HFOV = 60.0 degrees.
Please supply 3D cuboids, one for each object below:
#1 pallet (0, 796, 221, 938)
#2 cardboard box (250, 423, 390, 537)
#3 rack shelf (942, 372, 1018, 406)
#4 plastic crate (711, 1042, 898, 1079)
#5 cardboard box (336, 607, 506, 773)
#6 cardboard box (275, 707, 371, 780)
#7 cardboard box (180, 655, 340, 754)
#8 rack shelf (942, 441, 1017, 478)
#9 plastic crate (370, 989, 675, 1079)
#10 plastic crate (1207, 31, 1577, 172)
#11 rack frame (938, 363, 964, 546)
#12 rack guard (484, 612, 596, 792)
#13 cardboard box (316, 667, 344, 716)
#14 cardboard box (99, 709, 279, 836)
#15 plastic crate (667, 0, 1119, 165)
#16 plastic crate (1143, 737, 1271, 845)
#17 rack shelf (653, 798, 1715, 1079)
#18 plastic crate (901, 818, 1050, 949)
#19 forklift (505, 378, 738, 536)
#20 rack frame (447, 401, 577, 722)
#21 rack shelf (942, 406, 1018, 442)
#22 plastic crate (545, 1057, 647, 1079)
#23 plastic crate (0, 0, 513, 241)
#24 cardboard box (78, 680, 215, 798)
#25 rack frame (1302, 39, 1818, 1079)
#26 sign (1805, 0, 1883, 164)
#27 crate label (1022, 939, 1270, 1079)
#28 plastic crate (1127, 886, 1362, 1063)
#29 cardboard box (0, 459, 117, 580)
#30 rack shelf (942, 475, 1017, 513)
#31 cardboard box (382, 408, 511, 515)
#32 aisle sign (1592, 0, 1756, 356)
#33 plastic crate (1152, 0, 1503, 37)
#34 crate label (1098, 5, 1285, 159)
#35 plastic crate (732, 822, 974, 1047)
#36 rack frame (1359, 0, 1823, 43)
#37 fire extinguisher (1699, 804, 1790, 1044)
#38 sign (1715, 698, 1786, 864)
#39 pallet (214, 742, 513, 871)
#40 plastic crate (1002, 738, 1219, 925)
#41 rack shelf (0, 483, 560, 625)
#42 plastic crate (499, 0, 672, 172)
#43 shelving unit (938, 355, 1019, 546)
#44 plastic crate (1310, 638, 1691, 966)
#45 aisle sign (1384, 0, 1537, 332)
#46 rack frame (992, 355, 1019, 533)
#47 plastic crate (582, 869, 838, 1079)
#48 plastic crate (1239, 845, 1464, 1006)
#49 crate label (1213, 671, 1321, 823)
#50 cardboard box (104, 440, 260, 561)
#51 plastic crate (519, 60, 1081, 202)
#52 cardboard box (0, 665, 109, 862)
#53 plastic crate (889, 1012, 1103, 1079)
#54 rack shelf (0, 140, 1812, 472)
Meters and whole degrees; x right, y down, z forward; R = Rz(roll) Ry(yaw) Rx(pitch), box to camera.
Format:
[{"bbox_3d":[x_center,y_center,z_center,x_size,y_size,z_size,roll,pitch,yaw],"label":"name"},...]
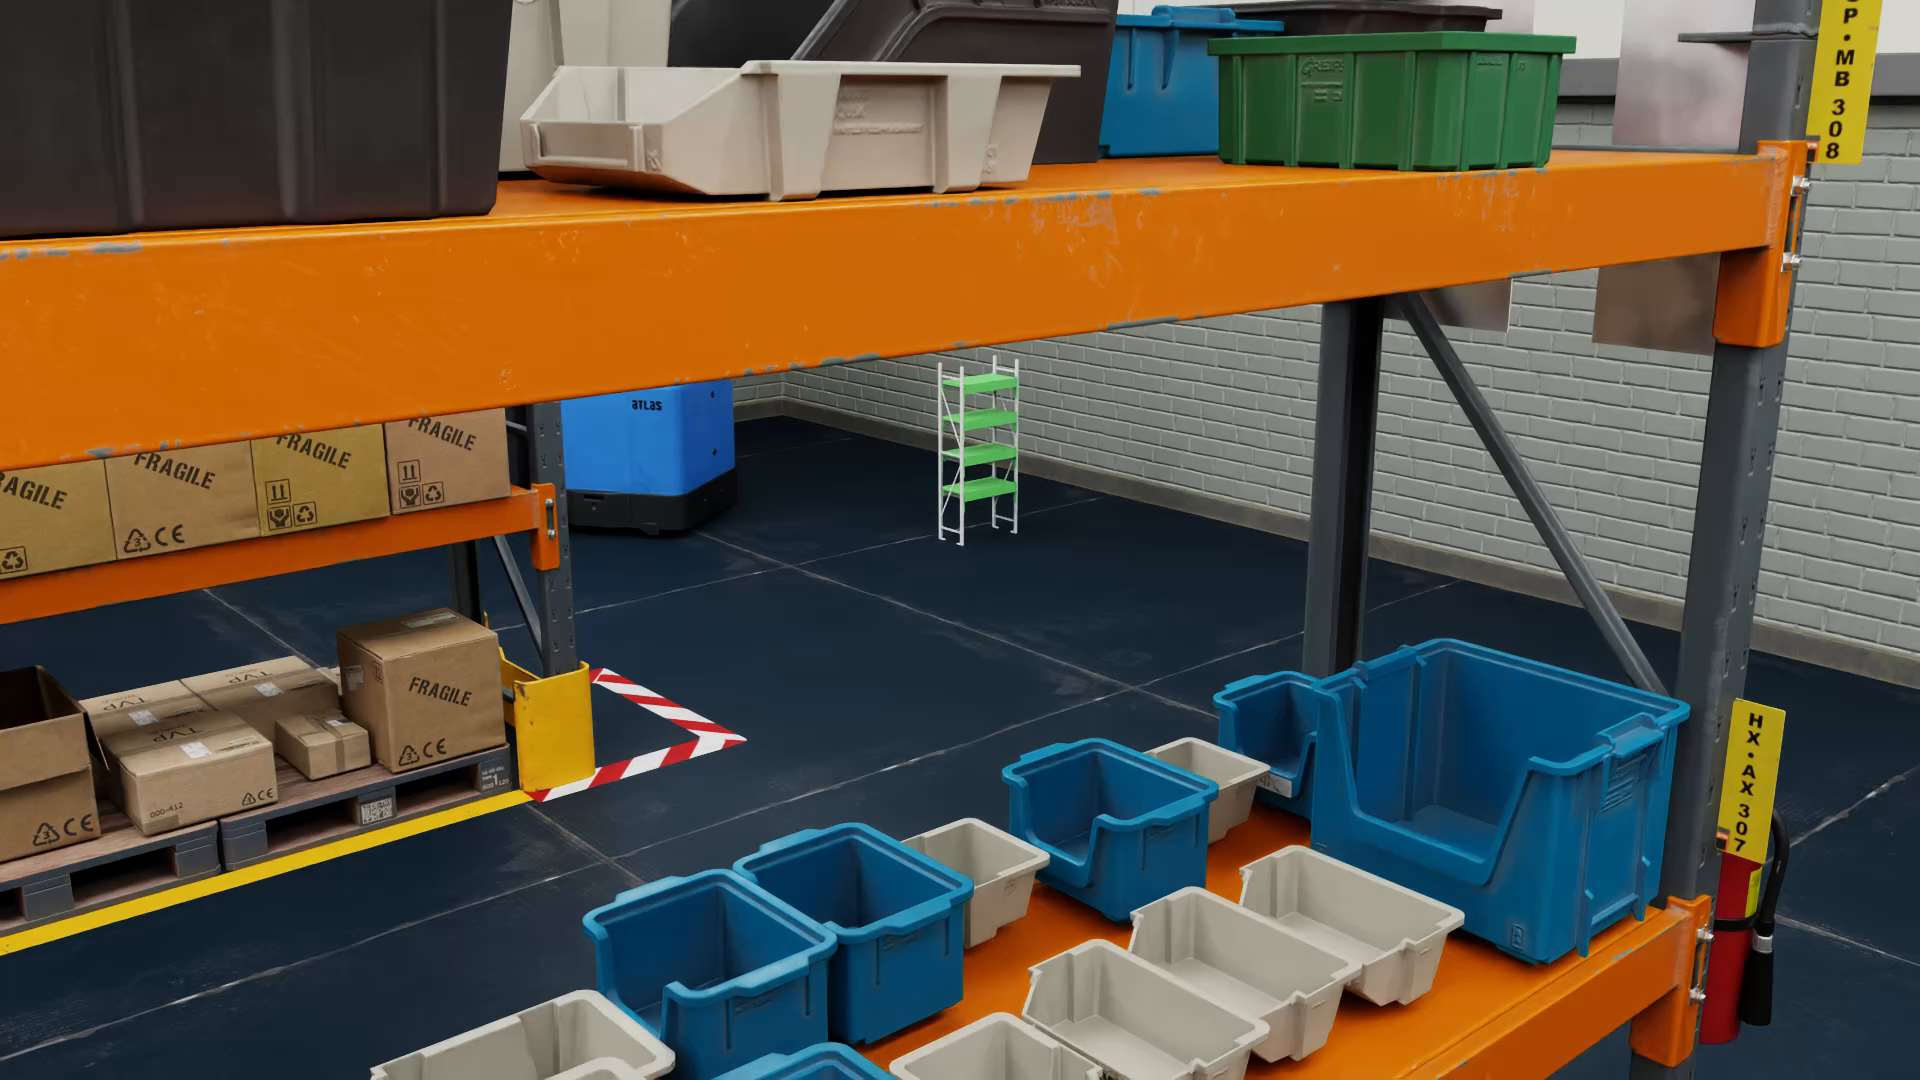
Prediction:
[{"bbox_3d":[-3.624,1.192,6.379,1.213,0.211,1.003,-13,19,-39],"label":"pallet"},{"bbox_3d":[-2.594,-0.340,6.516,0.500,0.500,0.500,-12,19,-39],"label":"cardboard box"},{"bbox_3d":[0.125,-1.010,11.093,0.480,0.148,0.258,-13,19,-39],"label":"rack shelf"},{"bbox_3d":[-0.178,0.906,2.255,0.300,0.233,0.416,-13,19,-39],"label":"plastic crate"},{"bbox_3d":[-2.295,0.626,7.085,0.500,0.500,0.500,-13,19,-39],"label":"cardboard box"},{"bbox_3d":[-2.659,0.838,6.936,0.250,0.166,0.380,-13,19,-39],"label":"cardboard box"},{"bbox_3d":[-3.020,0.728,7.186,0.500,0.250,0.500,-13,19,-39],"label":"cardboard box"},{"bbox_3d":[0.125,-0.546,11.217,0.480,0.148,0.258,-13,19,-39],"label":"rack shelf"},{"bbox_3d":[-0.699,0.878,2.544,0.466,0.136,0.293,-13,19,-39],"label":"plastic crate"},{"bbox_3d":[0.646,-0.668,2.537,0.336,0.188,0.450,-13,19,-39],"label":"plastic crate"},{"bbox_3d":[-0.059,-0.566,11.045,0.015,1.200,0.240,-13,19,-39],"label":"rack frame"},{"bbox_3d":[-2.104,0.712,7.618,0.348,0.500,1.175,-13,19,-39],"label":"rack guard"},{"bbox_3d":[-2.776,0.694,7.478,0.250,0.166,0.380,-13,19,-39],"label":"cardboard box"},{"bbox_3d":[-3.031,0.902,6.536,0.500,0.250,0.500,-13,19,-39],"label":"cardboard box"},{"bbox_3d":[-0.130,-0.758,2.583,0.767,0.338,0.504,-13,19,-39],"label":"plastic crate"},{"bbox_3d":[0.504,0.570,3.697,0.298,0.136,0.250,-13,19,-39],"label":"plastic crate"},{"bbox_3d":[-0.306,1.142,2.555,4.000,0.370,1.077,-13,19,-39],"label":"rack shelf"},{"bbox_3d":[-0.008,0.685,3.267,0.298,0.136,0.250,-13,19,-39],"label":"plastic crate"},{"bbox_3d":[-3.186,-1.634,11.686,3.031,2.935,1.130,4,15,14],"label":"forklift"},{"bbox_3d":[-2.046,-0.509,7.343,0.127,3.000,1.000,-13,19,-39],"label":"rack frame"},{"bbox_3d":[0.125,-0.778,11.155,0.480,0.148,0.258,-13,19,-39],"label":"rack shelf"},{"bbox_3d":[-0.542,0.939,2.036,0.530,0.282,0.437,-13,19,-39],"label":"plastic crate"},{"bbox_3d":[-0.698,-0.410,1.412,0.590,0.269,0.497,-13,19,-39],"label":"plastic crate"},{"bbox_3d":[-3.397,0.813,6.869,0.500,0.250,0.500,-13,19,-39],"label":"cardboard box"},{"bbox_3d":[1.203,0.456,3.731,0.127,3.000,1.000,-13,19,-39],"label":"rack frame"},{"bbox_3d":[1.576,-0.838,2.966,0.005,0.325,0.100,-13,19,-39],"label":"sign"},{"bbox_3d":[0.284,0.826,2.740,0.243,0.136,0.396,-13,19,-39],"label":"crate label"},{"bbox_3d":[0.478,0.774,2.935,0.243,0.136,0.396,-13,19,-39],"label":"plastic crate"},{"bbox_3d":[-3.355,-0.171,5.884,0.500,0.500,0.500,-13,20,-40],"label":"cardboard box"},{"bbox_3d":[0.125,-0.314,11.279,0.480,0.148,0.258,-13,19,-39],"label":"rack shelf"},{"bbox_3d":[-2.205,-0.428,6.848,0.500,0.500,0.500,-12,19,-38],"label":"cardboard box"},{"bbox_3d":[1.449,-0.755,3.227,0.004,0.787,0.394,-13,19,-39],"label":"aisle sign"},{"bbox_3d":[0.729,-0.919,3.319,0.590,0.269,0.497,-13,19,-39],"label":"plastic crate"},{"bbox_3d":[0.294,-0.828,3.013,0.502,0.251,0.408,-13,19,-39],"label":"crate label"},{"bbox_3d":[-0.193,0.709,2.993,0.300,0.233,0.416,-13,19,-39],"label":"plastic crate"},{"bbox_3d":[1.203,-2.442,2.956,0.127,3.000,1.000,-13,19,-39],"label":"rack frame"},{"bbox_3d":[1.615,0.736,3.553,0.183,0.674,0.296,-13,19,-39],"label":"fire extinguisher"},{"bbox_3d":[1.576,0.481,3.319,0.005,0.325,0.100,-13,19,-39],"label":"sign"},{"bbox_3d":[-2.704,0.986,7.149,1.213,0.211,1.003,-13,19,-39],"label":"pallet"},{"bbox_3d":[0.304,0.597,3.410,0.300,0.233,0.416,-13,19,-39],"label":"plastic crate"},{"bbox_3d":[-3.555,0.177,6.168,4.000,0.370,1.077,-13,19,-39],"label":"rack shelf"},{"bbox_3d":[-0.672,-0.621,2.178,0.530,0.282,0.437,-13,19,-39],"label":"plastic crate"},{"bbox_3d":[0.125,-0.608,11.200,0.503,1.200,0.258,-13,19,-39],"label":"shelving unit"},{"bbox_3d":[1.073,0.503,3.370,0.499,0.435,0.616,-13,19,-39],"label":"plastic crate"},{"bbox_3d":[1.062,-0.870,3.657,0.004,0.787,0.394,-13,19,-39],"label":"aisle sign"},{"bbox_3d":[0.309,-0.649,11.355,0.015,1.200,0.240,-13,19,-39],"label":"rack frame"},{"bbox_3d":[-0.419,0.759,2.802,0.300,0.233,0.416,-13,19,-39],"label":"plastic crate"},{"bbox_3d":[0.706,0.728,3.108,0.243,0.136,0.396,-13,19,-39],"label":"plastic crate"},{"bbox_3d":[0.800,0.486,3.828,0.303,0.233,0.416,-13,19,-39],"label":"crate label"},{"bbox_3d":[-2.974,-0.256,6.204,0.500,0.500,0.500,-12,19,-39],"label":"cardboard box"},{"bbox_3d":[-0.193,-0.468,1.886,0.530,0.136,0.437,-13,19,-39],"label":"plastic crate"},{"bbox_3d":[-3.650,0.843,6.267,0.637,0.503,0.797,-13,19,-39],"label":"cardboard box"},{"bbox_3d":[0.073,0.880,2.539,0.250,0.136,0.298,-13,19,-39],"label":"plastic crate"},{"bbox_3d":[-0.306,-0.307,2.168,4.000,0.370,1.077,-13,19,-39],"label":"rack shelf"}]
